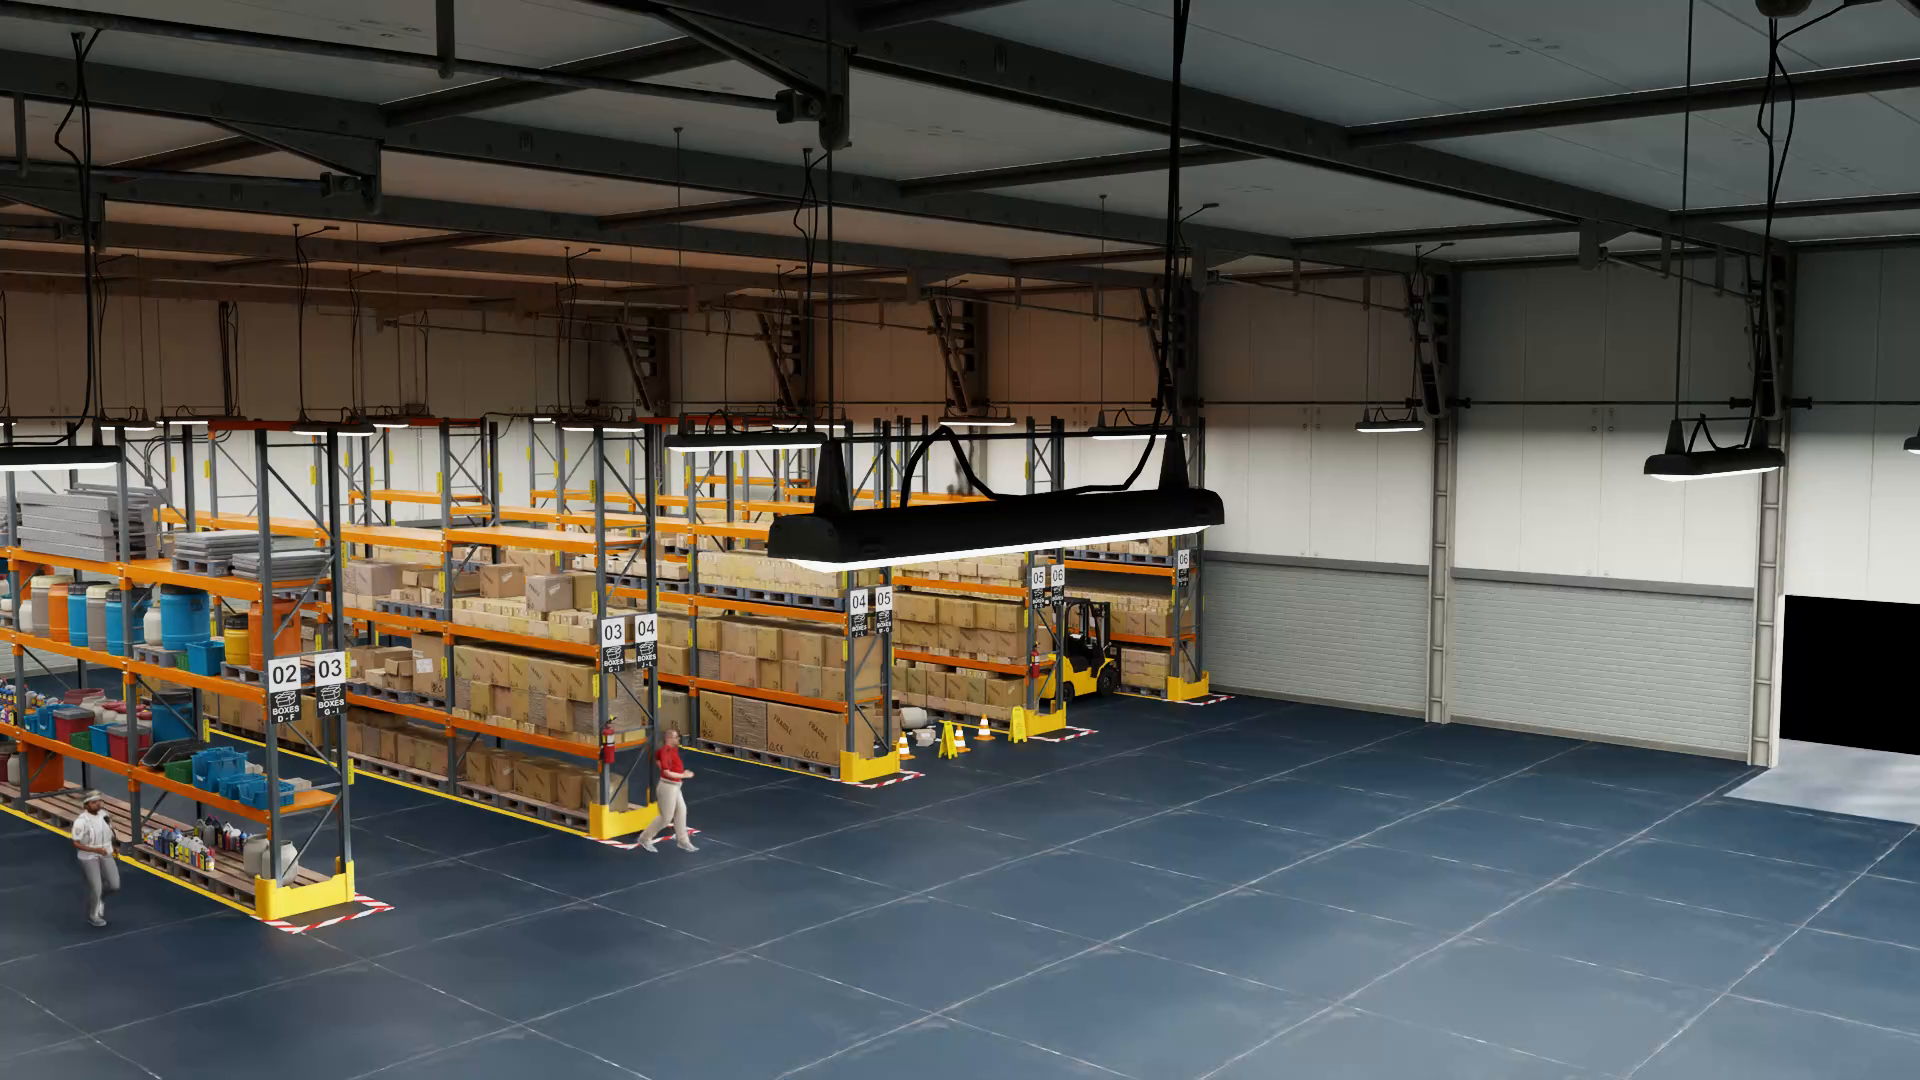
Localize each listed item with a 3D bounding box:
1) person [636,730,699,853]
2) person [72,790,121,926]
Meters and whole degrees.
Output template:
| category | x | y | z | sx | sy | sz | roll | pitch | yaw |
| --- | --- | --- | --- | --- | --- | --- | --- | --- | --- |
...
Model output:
| category | x | y | z | sx | sy | sz | roll | pitch | yaw |
| --- | --- | --- | --- | --- | --- | --- | --- | --- | --- |
| person | -4.102 | 3.539 | 23.318 | 0.863 | 1.769 | 0.680 | 0 | 5 | -6 |
| person | -10.419 | 3.837 | 20.110 | 0.554 | 1.661 | 0.569 | 3 | 5 | 28 |
